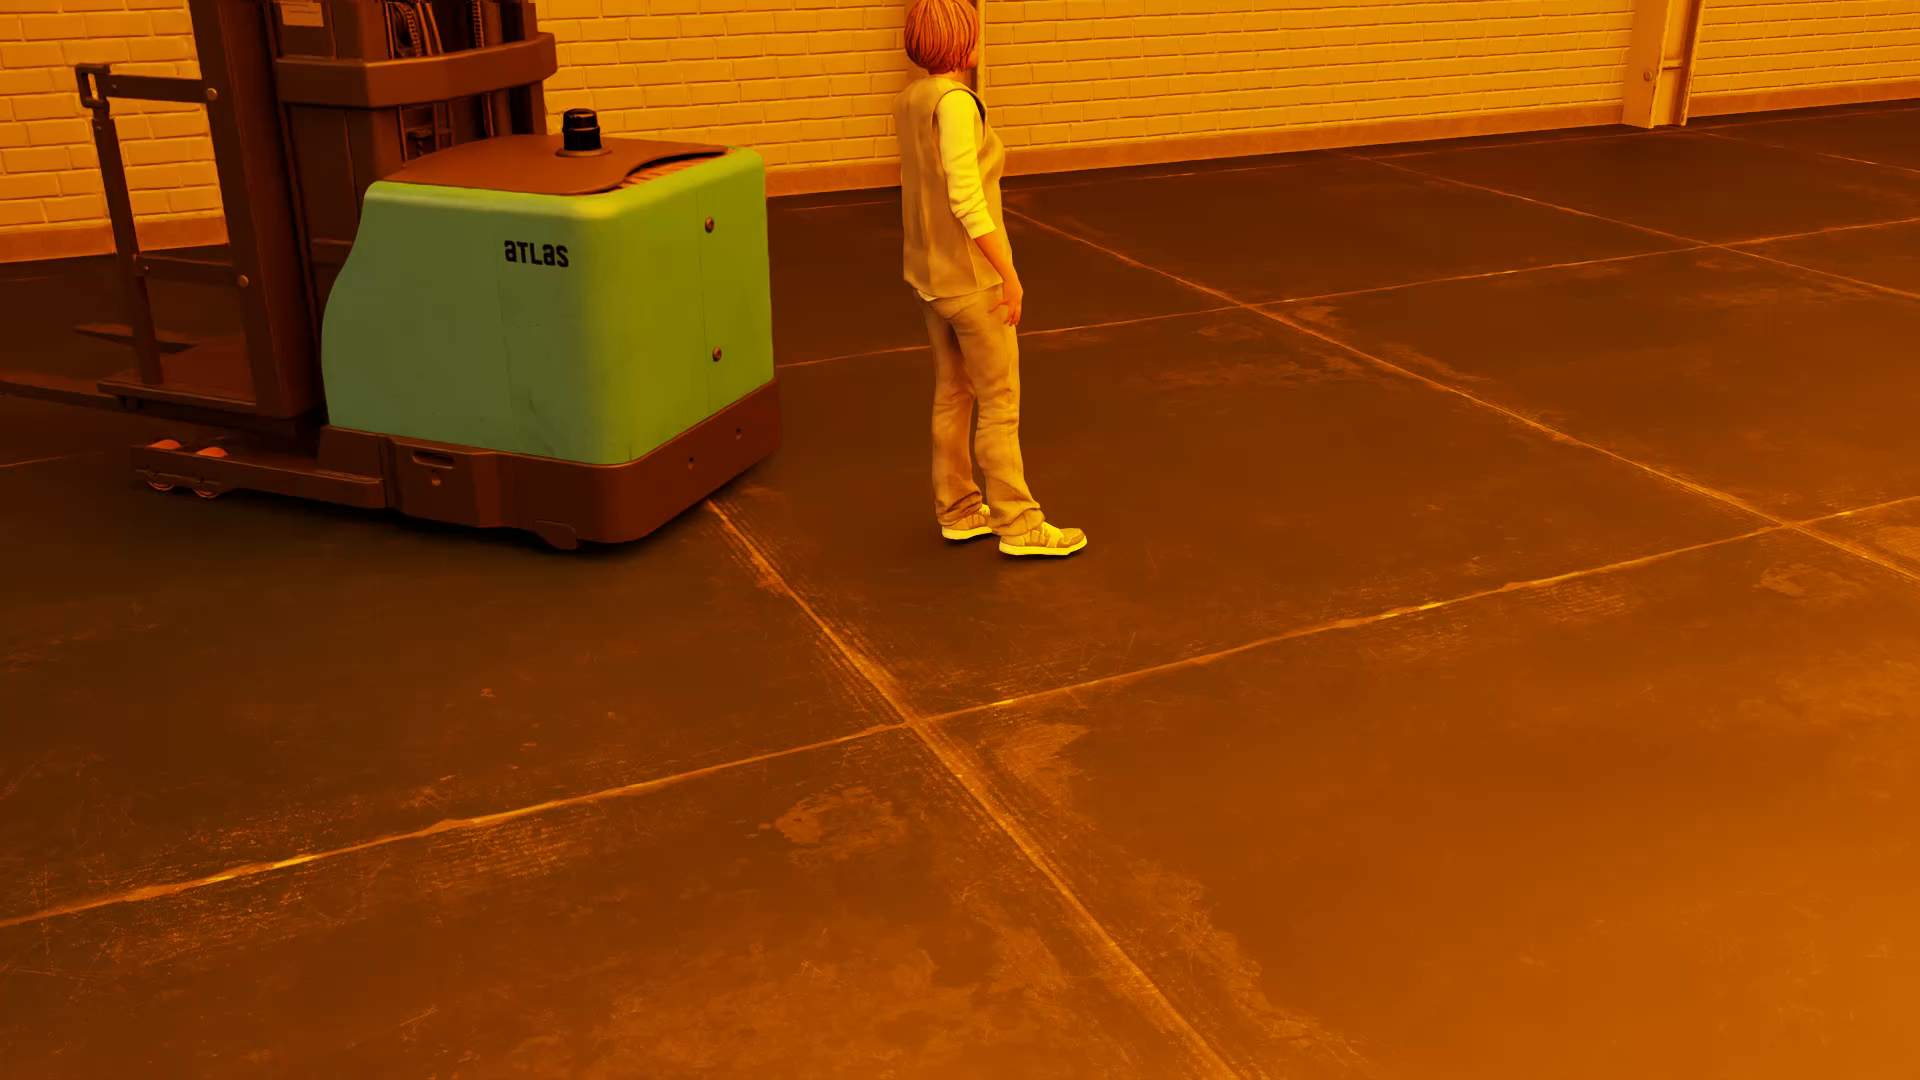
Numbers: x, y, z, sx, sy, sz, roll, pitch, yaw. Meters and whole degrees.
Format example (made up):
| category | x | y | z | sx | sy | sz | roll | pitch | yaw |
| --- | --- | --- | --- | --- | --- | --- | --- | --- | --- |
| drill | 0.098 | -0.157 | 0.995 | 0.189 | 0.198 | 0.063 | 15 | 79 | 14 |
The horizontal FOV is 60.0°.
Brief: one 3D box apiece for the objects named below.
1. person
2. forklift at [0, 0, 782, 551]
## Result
| category | x | y | z | sx | sy | sz | roll | pitch | yaw |
| --- | --- | --- | --- | --- | --- | --- | --- | --- | --- |
| person | 0.073 | -0.752 | 4.814 | 0.474 | 1.598 | 0.519 | -10 | 25 | -23 |
| forklift | -2.182 | -1.666 | 5.297 | 3.031 | 2.935 | 1.130 | 9 | 24 | 20 |
